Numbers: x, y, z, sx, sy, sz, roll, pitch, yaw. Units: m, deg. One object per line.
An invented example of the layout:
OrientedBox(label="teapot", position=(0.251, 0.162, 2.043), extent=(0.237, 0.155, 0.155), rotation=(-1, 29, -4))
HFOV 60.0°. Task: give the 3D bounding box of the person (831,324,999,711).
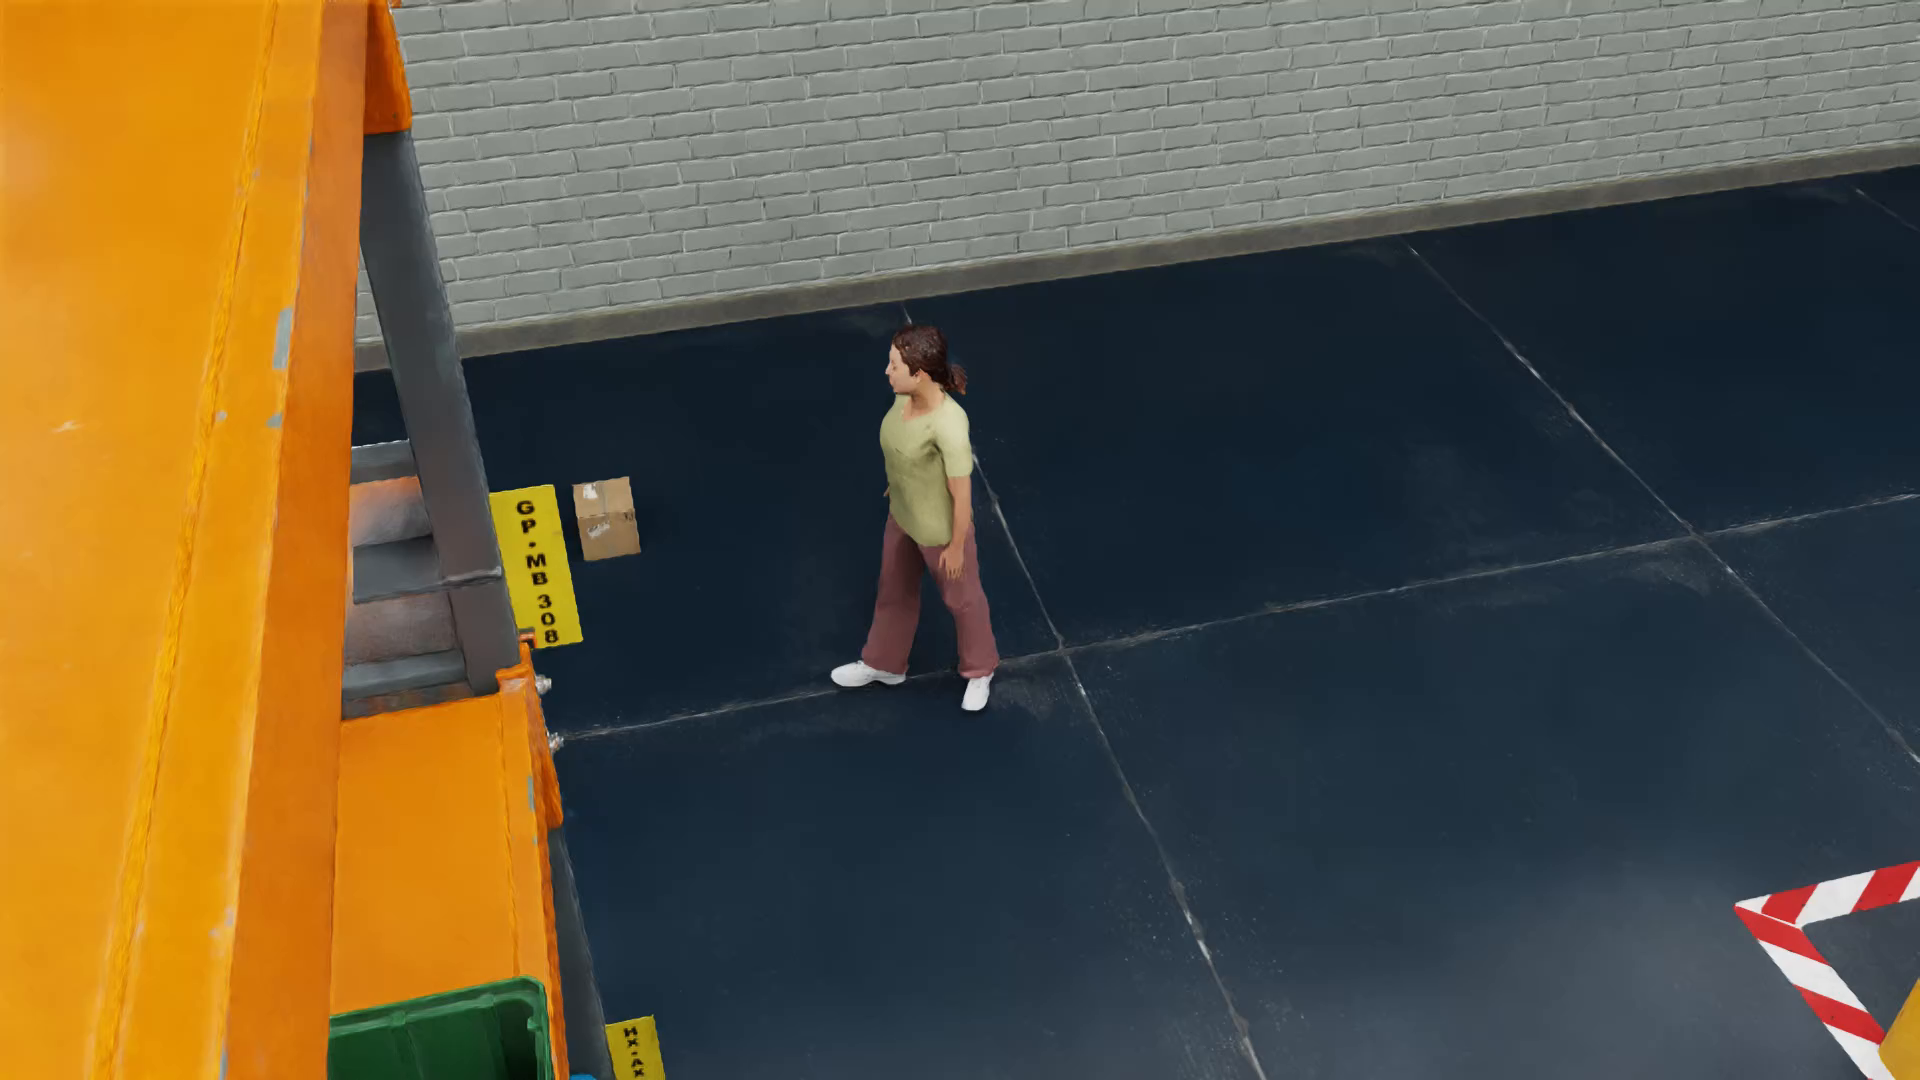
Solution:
OrientedBox(label="person", position=(-0.167, -0.073, 6.231), extent=(0.623, 1.664, 0.576), rotation=(-21, 43, -24))
